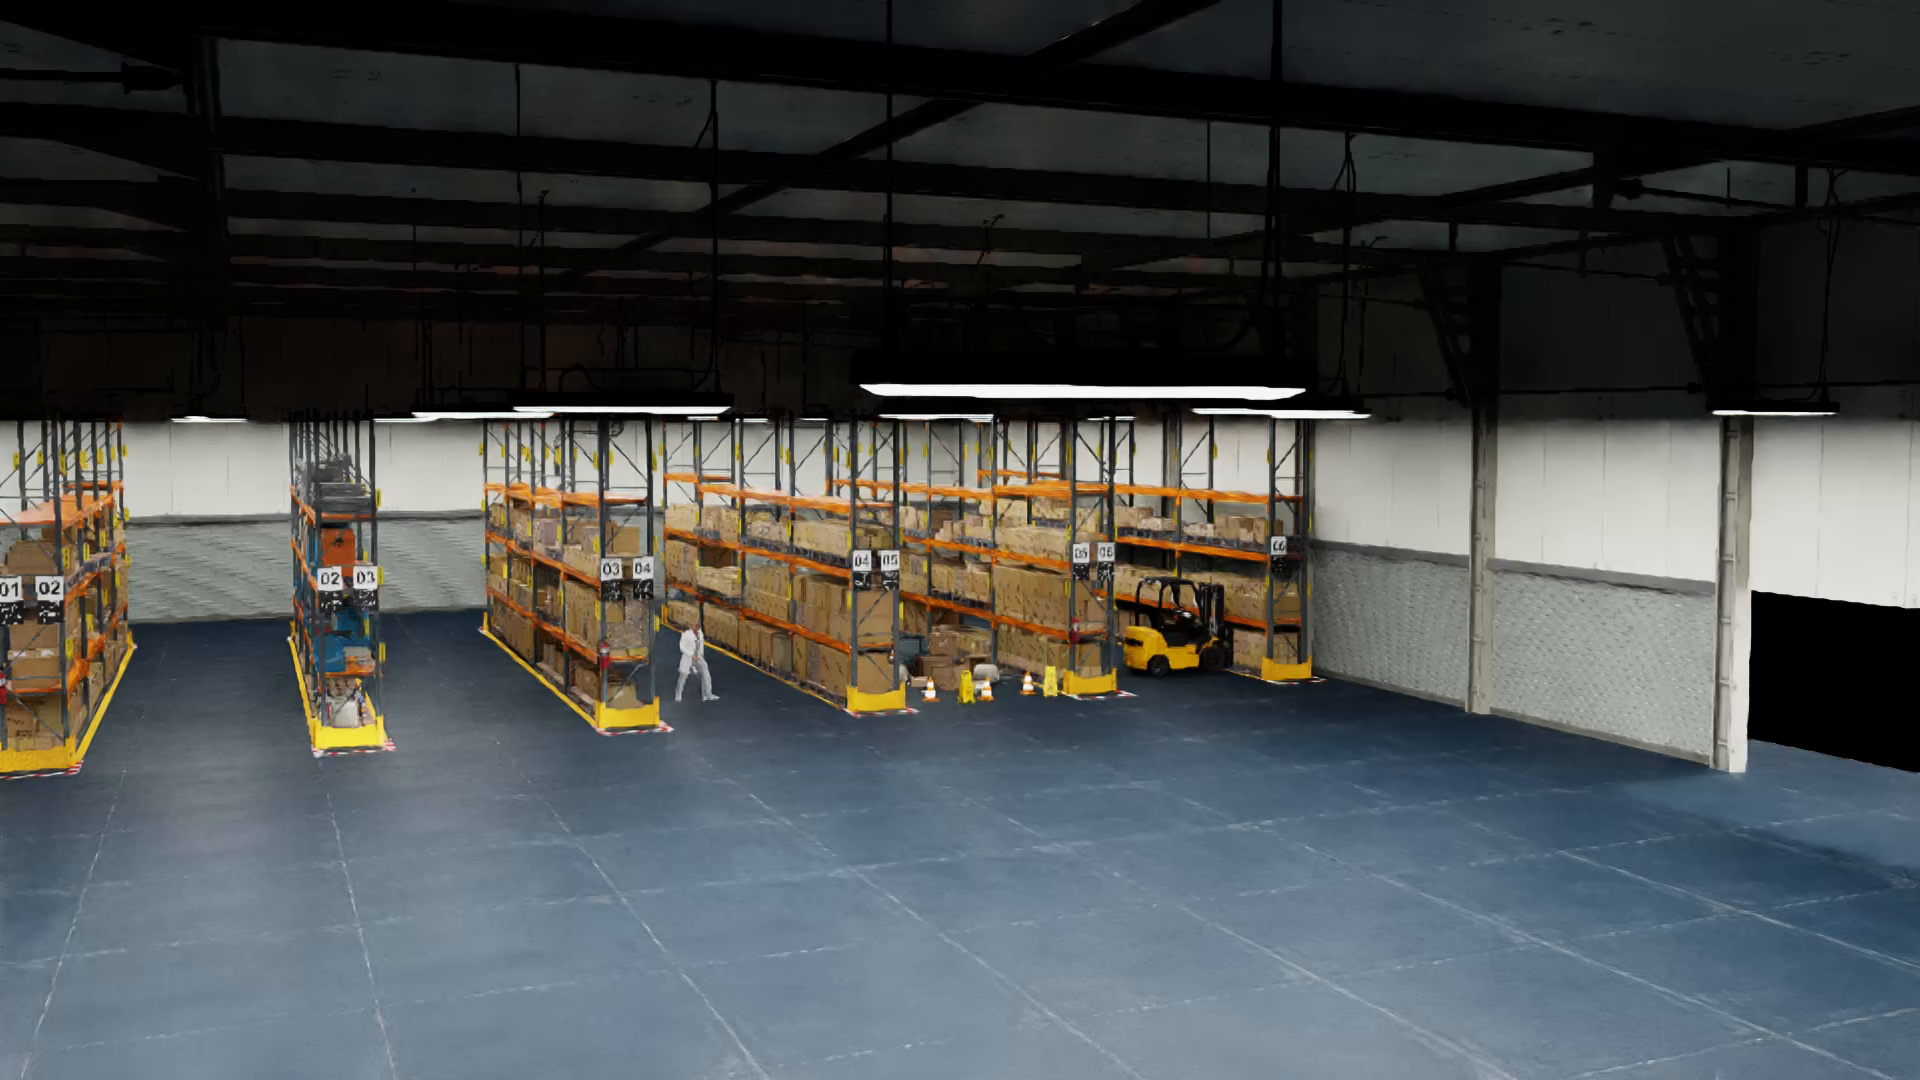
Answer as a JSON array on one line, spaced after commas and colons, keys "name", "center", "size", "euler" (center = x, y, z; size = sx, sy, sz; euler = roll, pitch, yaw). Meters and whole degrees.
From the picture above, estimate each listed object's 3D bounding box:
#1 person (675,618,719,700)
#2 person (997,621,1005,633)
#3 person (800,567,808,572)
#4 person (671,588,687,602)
[{"name": "person", "center": [-5.513, 2.455, 34.274], "size": [0.737, 1.714, 0.889], "euler": [-3, 5, -41]}, {"name": "person", "center": [0.975, 1.769, 44.376], "size": [0.542, 1.667, 0.572], "euler": [1, 4, 7]}, {"name": "person", "center": [-4.296, 1.626, 45.568], "size": [0.594, 1.782, 0.678], "euler": [0, 4, 0]}, {"name": "person", "center": [-8.712, 1.236, 51.546], "size": [0.527, 1.758, 0.739], "euler": [2, 4, 26]}]
